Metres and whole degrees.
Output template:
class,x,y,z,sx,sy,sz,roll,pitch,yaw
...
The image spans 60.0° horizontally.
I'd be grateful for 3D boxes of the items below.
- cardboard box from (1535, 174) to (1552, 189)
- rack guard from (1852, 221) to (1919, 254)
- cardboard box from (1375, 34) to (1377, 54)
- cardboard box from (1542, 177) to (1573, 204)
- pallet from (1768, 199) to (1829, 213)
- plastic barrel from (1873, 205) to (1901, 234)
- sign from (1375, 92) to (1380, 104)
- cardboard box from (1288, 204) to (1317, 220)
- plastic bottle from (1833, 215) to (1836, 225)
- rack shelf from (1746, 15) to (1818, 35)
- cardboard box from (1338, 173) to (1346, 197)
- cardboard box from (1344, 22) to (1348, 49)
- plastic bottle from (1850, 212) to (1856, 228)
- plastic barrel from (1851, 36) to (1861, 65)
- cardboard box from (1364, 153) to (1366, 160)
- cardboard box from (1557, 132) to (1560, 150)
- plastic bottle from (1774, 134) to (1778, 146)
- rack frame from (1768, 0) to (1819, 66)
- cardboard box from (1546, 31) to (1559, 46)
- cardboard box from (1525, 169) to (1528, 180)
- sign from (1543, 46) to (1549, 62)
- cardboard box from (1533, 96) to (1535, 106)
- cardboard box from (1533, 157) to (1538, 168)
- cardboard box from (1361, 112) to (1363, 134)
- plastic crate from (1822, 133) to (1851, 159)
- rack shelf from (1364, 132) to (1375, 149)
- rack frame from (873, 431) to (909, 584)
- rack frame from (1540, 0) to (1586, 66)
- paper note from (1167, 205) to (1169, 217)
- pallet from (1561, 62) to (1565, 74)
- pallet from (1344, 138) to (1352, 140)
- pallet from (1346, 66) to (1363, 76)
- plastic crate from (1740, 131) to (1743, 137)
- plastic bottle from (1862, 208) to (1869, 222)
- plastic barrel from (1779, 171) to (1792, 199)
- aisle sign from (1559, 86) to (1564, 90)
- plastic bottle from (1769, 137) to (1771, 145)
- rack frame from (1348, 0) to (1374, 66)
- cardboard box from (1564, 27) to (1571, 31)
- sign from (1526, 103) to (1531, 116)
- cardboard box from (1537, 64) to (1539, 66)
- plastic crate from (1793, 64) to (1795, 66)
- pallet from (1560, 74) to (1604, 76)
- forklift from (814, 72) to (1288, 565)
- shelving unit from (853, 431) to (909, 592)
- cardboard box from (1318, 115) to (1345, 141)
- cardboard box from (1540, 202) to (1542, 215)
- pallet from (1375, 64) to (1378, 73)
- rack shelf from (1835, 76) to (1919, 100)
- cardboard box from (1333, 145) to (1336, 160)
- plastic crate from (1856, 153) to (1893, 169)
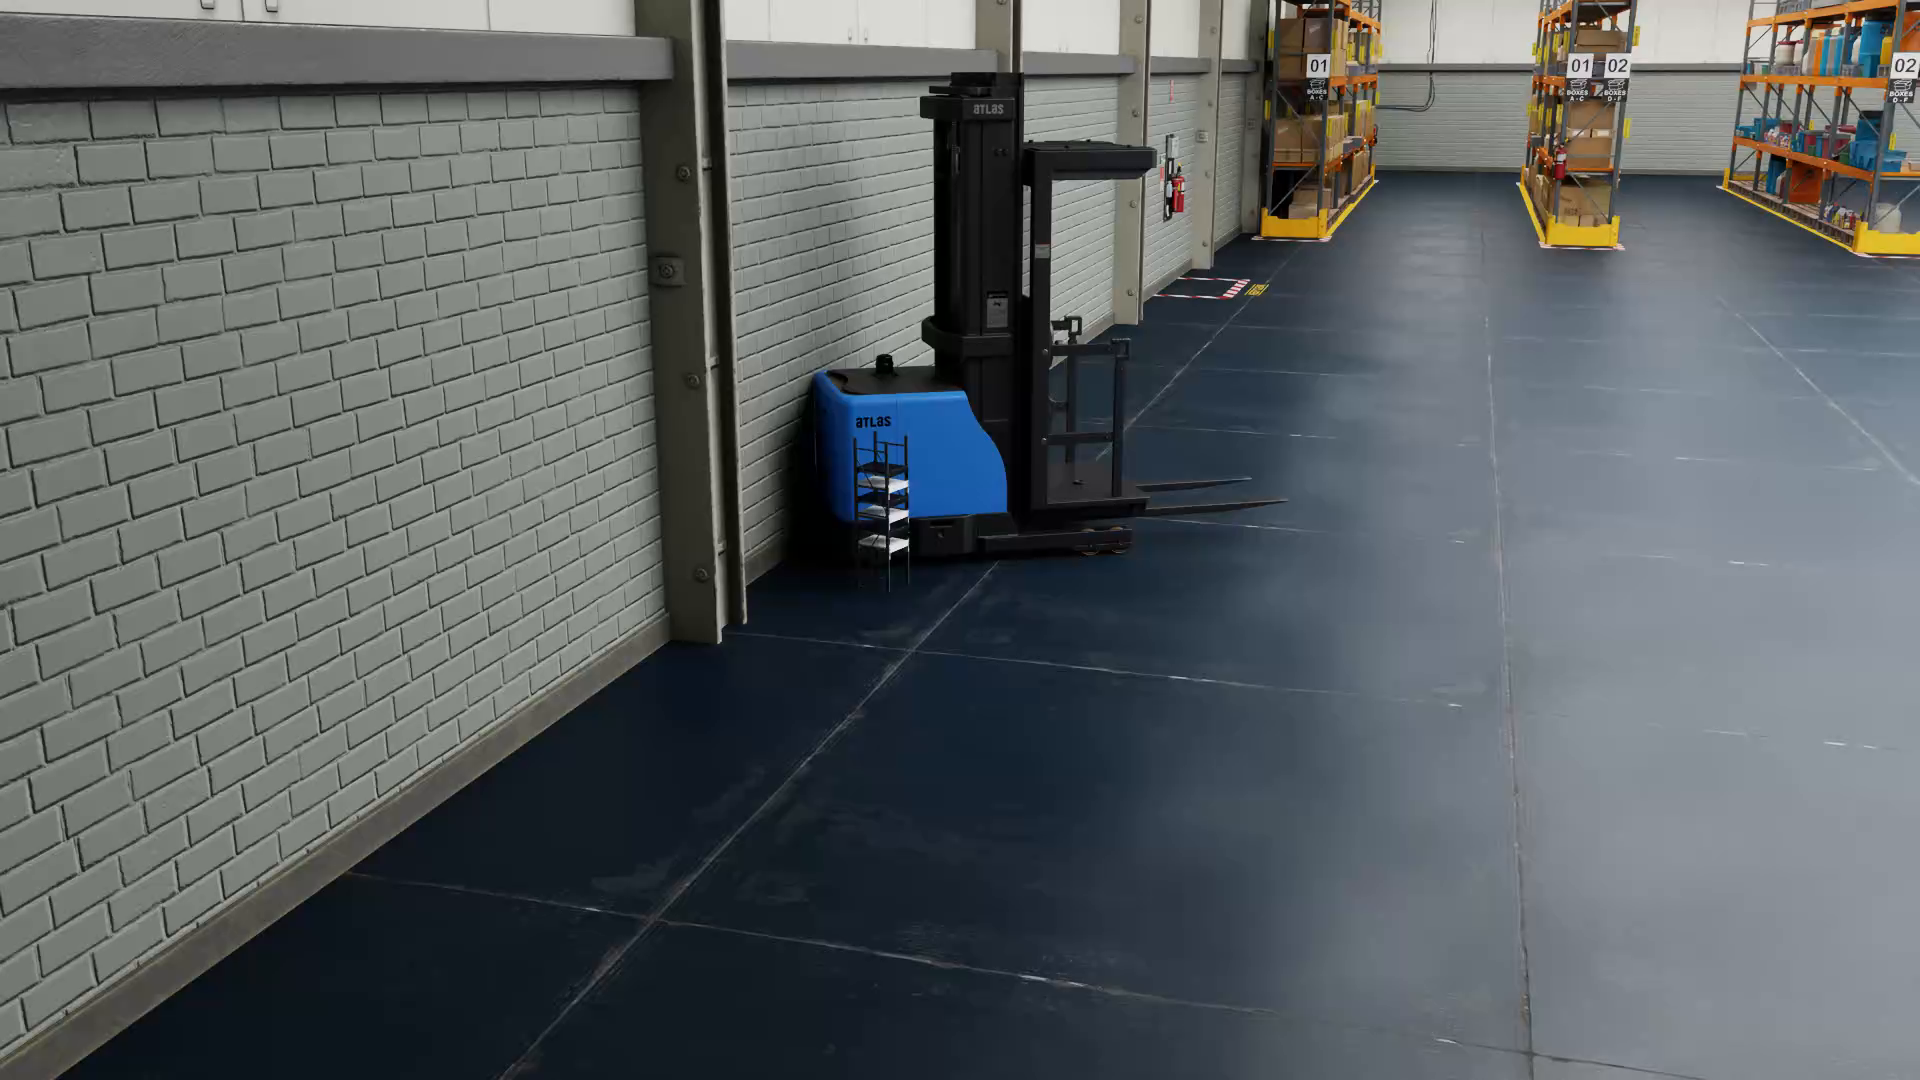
class,x,y,z,sx,sy,sz,roll,pitch,yaw
cardboard box,12.660,-7.725,35.808,0.500,0.311,0.500,5,17,18
rack guard,15.542,-5.033,27.657,1.175,0.500,0.348,5,16,16
cardboard box,10.375,-12.668,42.446,0.500,0.500,0.500,4,16,13
cardboard box,11.388,-6.655,31.690,0.500,0.500,0.500,5,16,16
pallet,18.023,-7.173,35.731,1.003,0.211,1.213,5,16,16
plastic barrel,15.679,-5.395,28.143,0.421,0.512,0.421,0,16,0
sign,11.130,-11.791,44.348,0.100,0.325,0.005,5,16,16
cardboard box,6.350,-6.072,30.862,0.500,0.311,0.500,3,16,10
plastic bottle,15.918,-5.823,30.184,0.097,0.201,0.097,0,16,0
rack shelf,19.544,-12.222,39.480,1.077,0.370,4.000,5,16,16
cardboard box,8.186,-7.890,36.923,0.700,0.500,0.500,5,17,17
cardboard box,7.175,-9.711,32.021,0.500,0.500,0.500,6,17,19
plastic bottle,15.867,-5.687,29.554,0.061,0.283,0.133,5,16,16
plastic barrel,16.392,-8.860,30.097,0.421,0.512,0.421,0,16,0
cardboard box,10.208,-9.831,42.615,0.380,0.149,0.250,4,16,14
cardboard box,11.834,-7.575,31.855,0.700,0.500,0.500,4,16,14
plastic bottle,18.063,-8.841,36.739,0.097,0.271,0.097,0,16,0
rack frame,18.976,-12.237,37.483,1.000,3.000,0.127,5,16,16
cardboard box,14.329,-11.839,39.559,0.700,0.500,0.500,5,16,16
cardboard box,14.654,-9.290,42.317,0.500,0.250,0.500,5,16,16
sign,12.571,-10.424,35.640,0.100,0.325,0.005,5,16,16
cardboard box,14.554,-10.816,41.448,0.500,0.500,0.500,4,16,15
cardboard box,13.572,-8.737,38.536,0.500,0.250,0.500,5,16,16
cardboard box,9.301,-9.915,39.524,0.500,0.500,0.500,5,16,16
plastic crate,16.546,-7.440,31.444,0.402,0.464,0.583,5,16,16
rack shelf,10.045,-10.297,42.953,1.077,0.370,4.000,5,16,16
rack frame,-0.407,-0.191,9.853,0.240,0.900,0.006,10,19,31
rack frame,14.228,-12.623,38.841,1.000,3.000,0.127,5,16,16
paper note,2.876,-4.552,22.996,0.016,0.148,0.142,5,16,16
pallet,11.388,-8.501,29.967,1.003,0.211,1.213,5,16,16
pallet,7.817,-8.460,35.510,1.003,0.211,1.213,5,16,16
pallet,7.773,-9.804,34.745,1.213,0.211,1.003,5,16,16
plastic crate,19.363,-10.006,40.982,0.250,0.136,0.298,5,16,16
plastic bottle,16.592,-5.923,30.401,0.152,0.276,0.135,5,16,16
plastic barrel,18.283,-7.771,36.381,0.600,0.588,0.708,5,16,16
aisle sign,15.677,-12.028,42.973,0.394,0.787,0.004,5,16,16
plastic bottle,18.260,-8.989,37.389,0.097,0.201,0.097,0,16,0
rack frame,9.477,-13.006,40.191,1.000,3.000,0.127,5,16,16
cardboard box,13.221,-10.776,35.811,0.500,0.500,0.500,5,16,16
sign,14.844,-11.241,43.379,0.100,0.325,0.005,5,16,16
cardboard box,14.397,-11.517,40.713,0.500,0.250,0.500,5,16,16
plastic crate,19.592,-11.035,38.981,0.497,0.269,0.590,5,16,16
pallet,12.192,-9.226,32.714,0.805,0.209,1.217,4,16,14
forklift,0.613,-1.450,10.570,3.031,2.935,1.130,-4,16,-13
shelving unit,-0.461,-0.167,9.770,0.258,0.900,0.210,10,19,31
cardboard box,7.366,-8.177,33.026,0.500,0.500,0.500,5,16,16
cardboard box,11.532,-6.425,32.253,0.500,0.250,0.500,5,16,16
pallet,10.413,-12.372,43.615,1.003,0.211,1.213,5,16,16
rack shelf,16.134,-7.832,28.766,1.077,0.370,4.000,5,16,16
cardboard box,6.794,-7.290,31.274,0.500,0.250,0.500,4,16,15
plastic crate,15.611,-6.464,28.394,0.499,0.251,0.408,5,16,16
